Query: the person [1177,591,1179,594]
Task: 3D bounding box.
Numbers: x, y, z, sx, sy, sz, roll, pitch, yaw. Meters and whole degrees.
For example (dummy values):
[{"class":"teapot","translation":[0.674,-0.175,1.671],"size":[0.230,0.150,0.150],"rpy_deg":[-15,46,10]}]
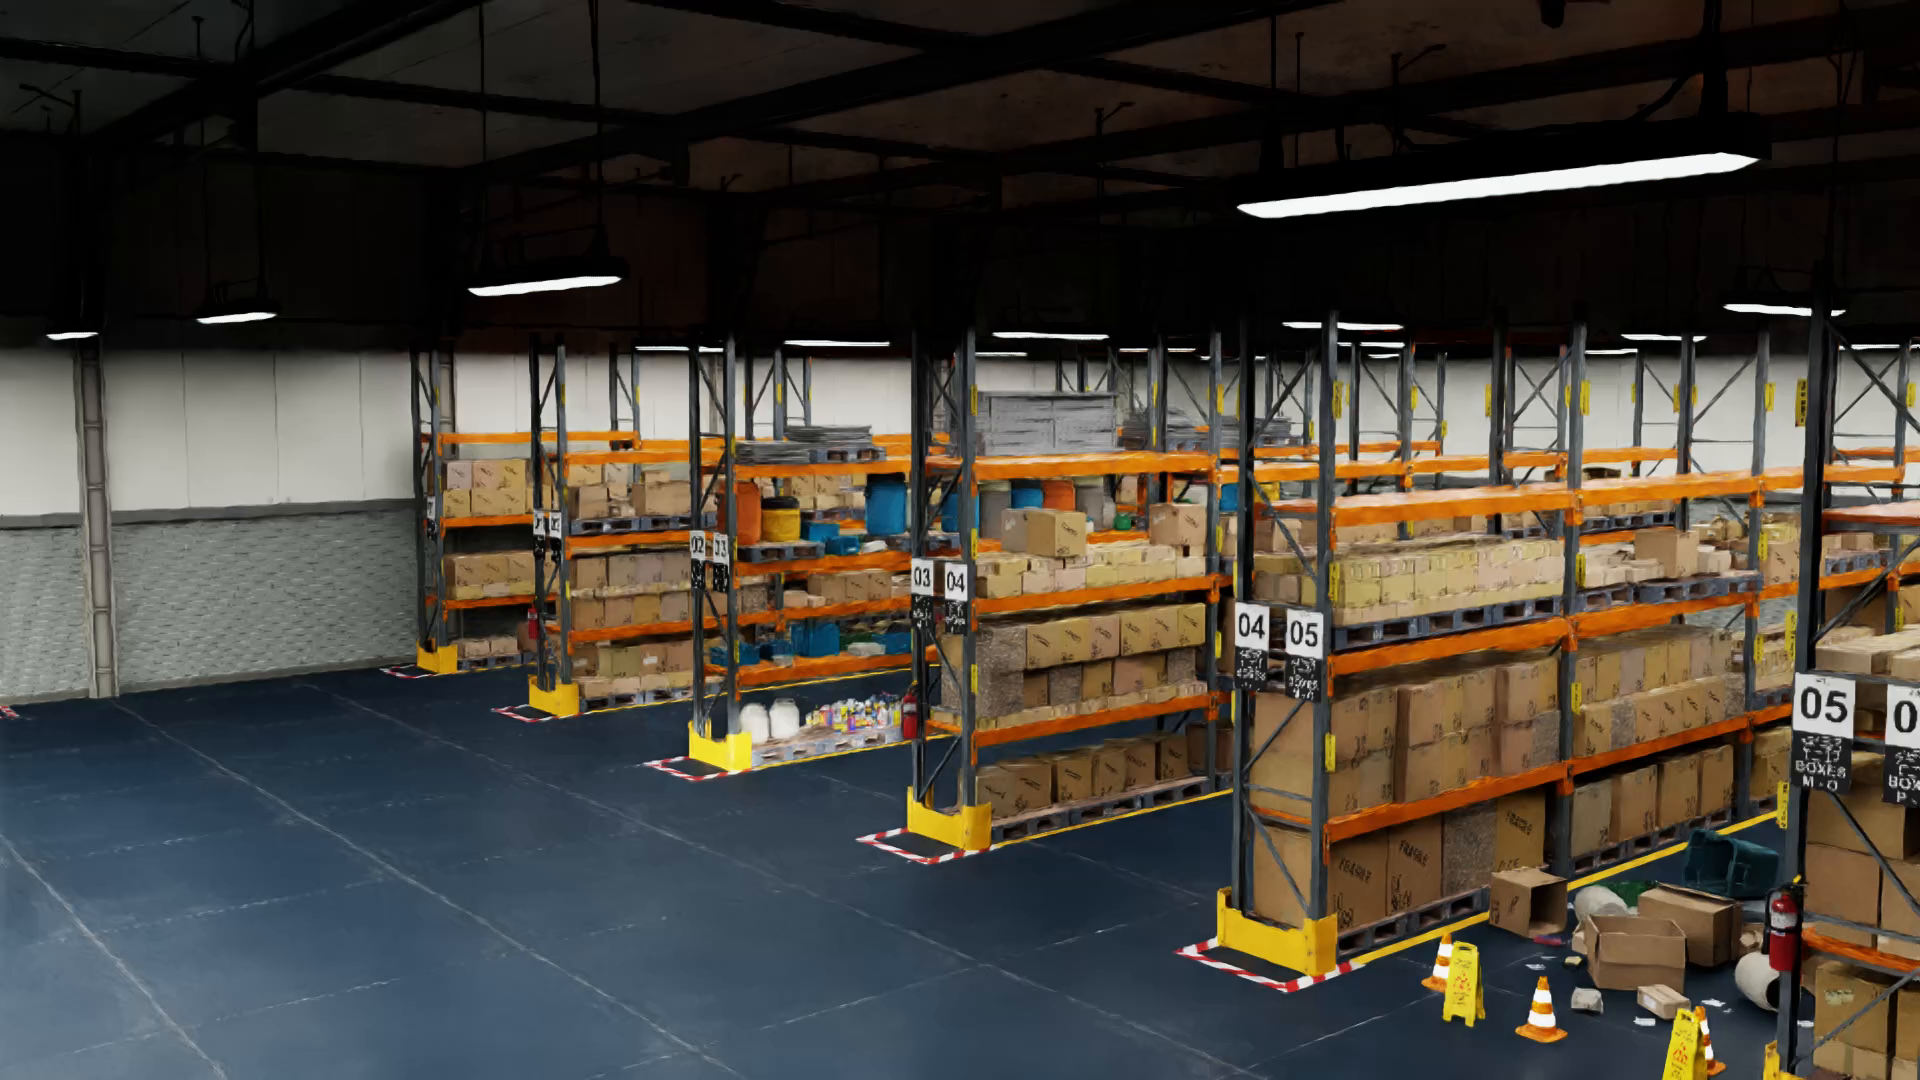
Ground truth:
[{"class":"person","translation":[5.170,0.821,38.356],"size":[0.529,1.595,0.472],"rpy_deg":[-3,6,-28]}]
